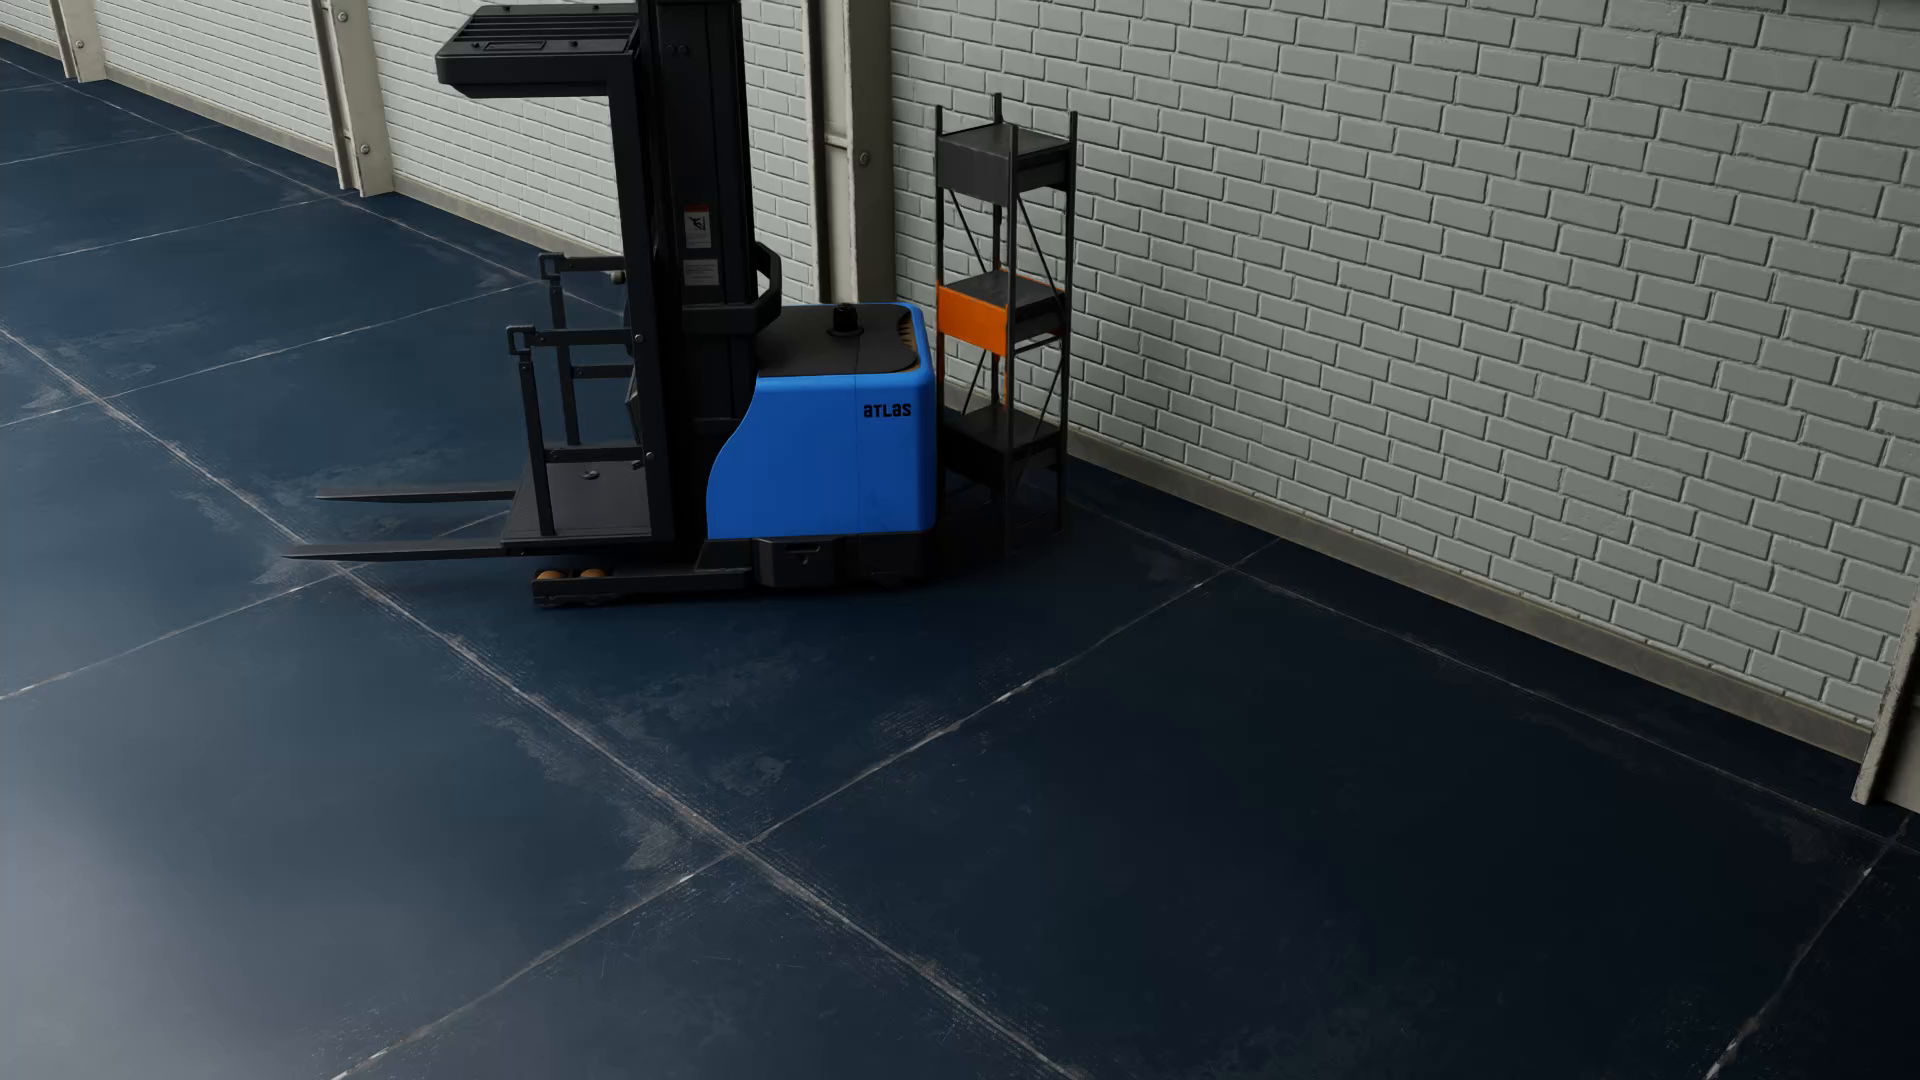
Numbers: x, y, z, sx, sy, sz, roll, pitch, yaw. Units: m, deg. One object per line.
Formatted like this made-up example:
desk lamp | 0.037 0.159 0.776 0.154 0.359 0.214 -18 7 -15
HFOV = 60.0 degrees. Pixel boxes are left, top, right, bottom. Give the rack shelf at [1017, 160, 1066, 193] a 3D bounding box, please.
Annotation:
rack shelf | 0.203 -1.684 7.506 0.332 0.100 0.442 -23 35 -37

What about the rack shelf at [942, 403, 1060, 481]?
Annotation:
rack shelf | 0.203 -0.477 8.141 0.368 0.174 0.457 -23 35 -37

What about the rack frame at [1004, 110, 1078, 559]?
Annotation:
rack frame | 0.367 -0.904 7.712 0.400 2.100 0.015 -23 35 -37

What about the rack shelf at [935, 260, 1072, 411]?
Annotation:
rack shelf | 0.203 -0.976 7.879 0.431 0.518 0.480 -23 35 -37

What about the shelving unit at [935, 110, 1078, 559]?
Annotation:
shelving unit | 0.207 -0.986 7.868 0.431 2.100 0.492 -23 35 -37

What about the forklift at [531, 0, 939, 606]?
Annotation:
forklift | -1.643 -1.244 7.466 3.031 2.935 1.130 -2 28 -4

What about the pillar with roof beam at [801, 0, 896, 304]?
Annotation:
pillar with roof beam | -3.639 -3.506 5.249 0.400 9.000 9.100 25 36 38
